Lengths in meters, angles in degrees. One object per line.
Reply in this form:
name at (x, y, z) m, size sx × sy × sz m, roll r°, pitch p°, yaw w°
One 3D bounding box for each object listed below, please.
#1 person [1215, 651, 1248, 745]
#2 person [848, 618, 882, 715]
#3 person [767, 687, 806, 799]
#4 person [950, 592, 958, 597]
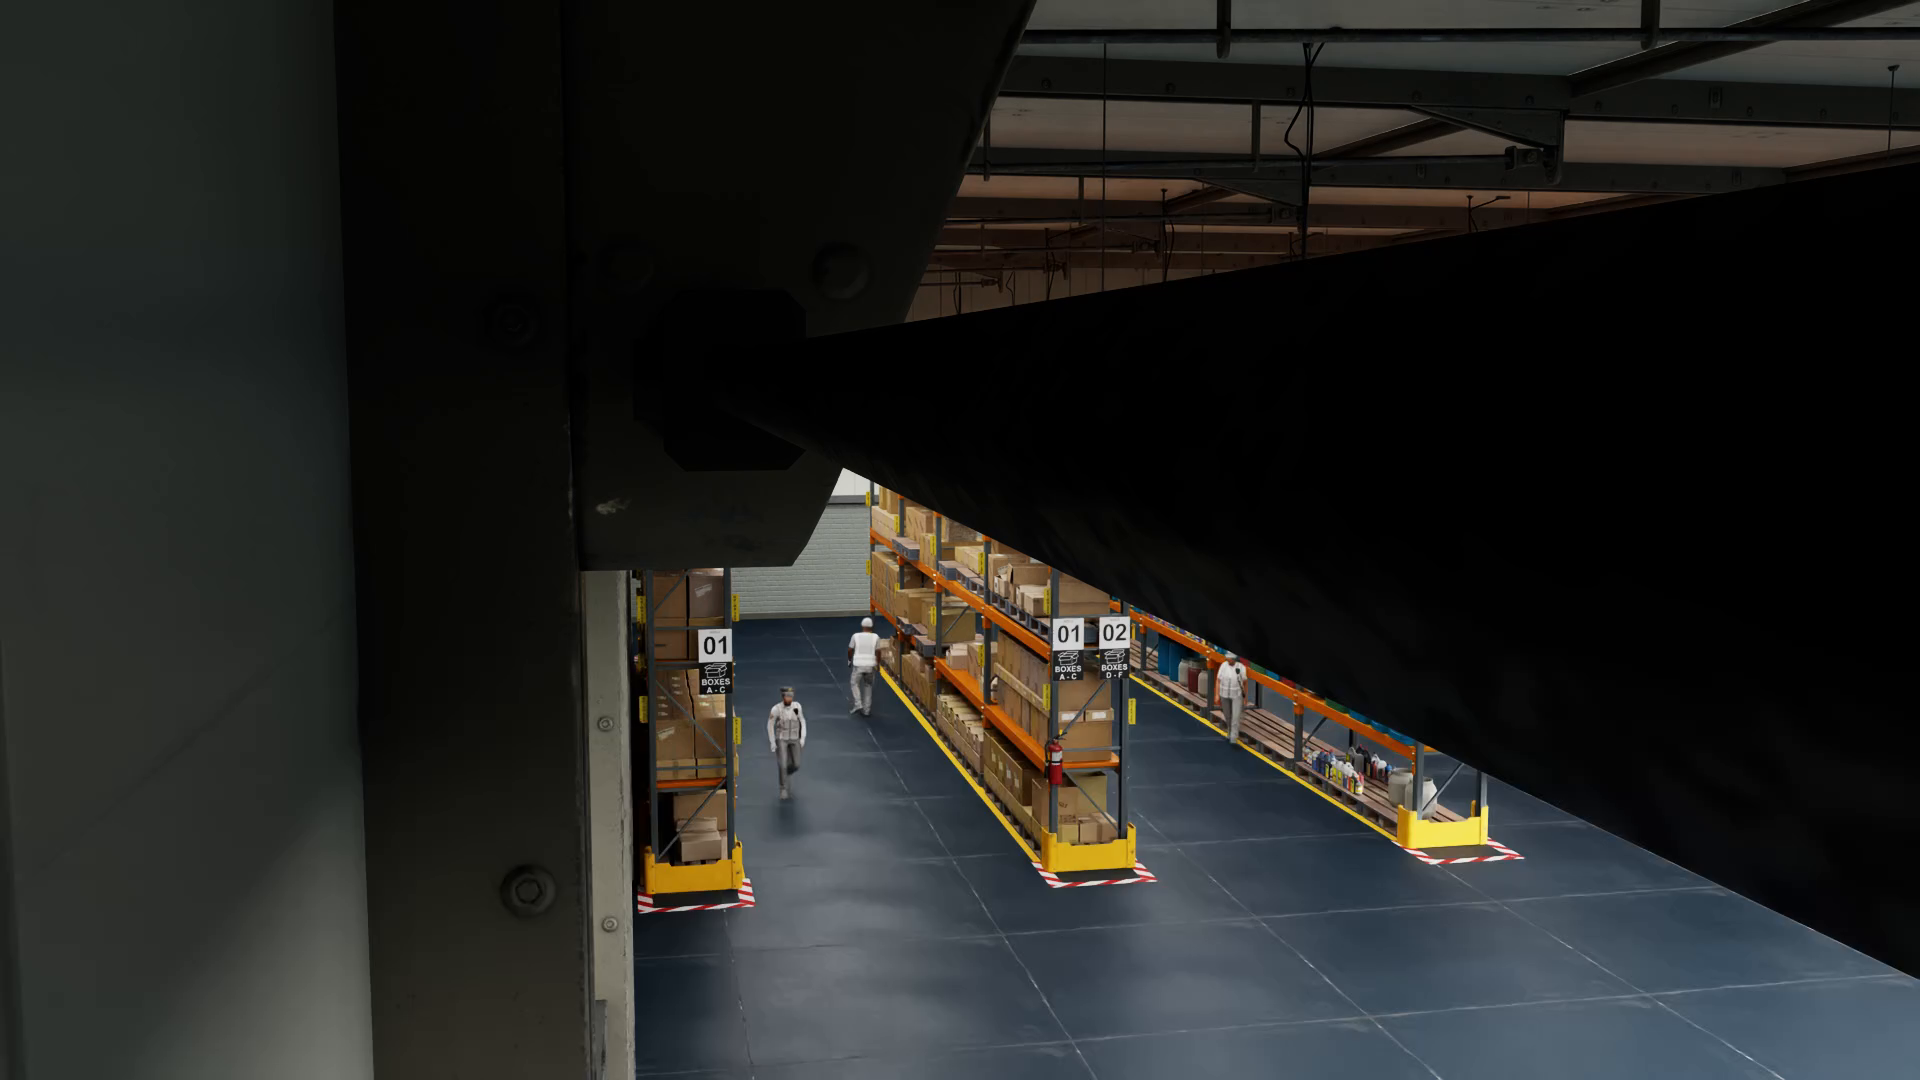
person at (4.518, 2.616, 27.784) m, size 0.509 × 1.605 × 1.049 m, roll 3°, pitch 7°, yaw 27°
person at (-1.719, 2.312, 30.183) m, size 0.610 × 1.756 × 0.718 m, roll -1°, pitch 6°, yaw -9°
person at (-2.576, 2.954, 24.603) m, size 0.583 × 1.659 × 0.549 m, roll -2°, pitch 6°, yaw -20°
person at (-0.157, 1.169, 41.473) m, size 0.769 × 1.667 × 0.487 m, roll 2°, pitch 6°, yaw 16°
